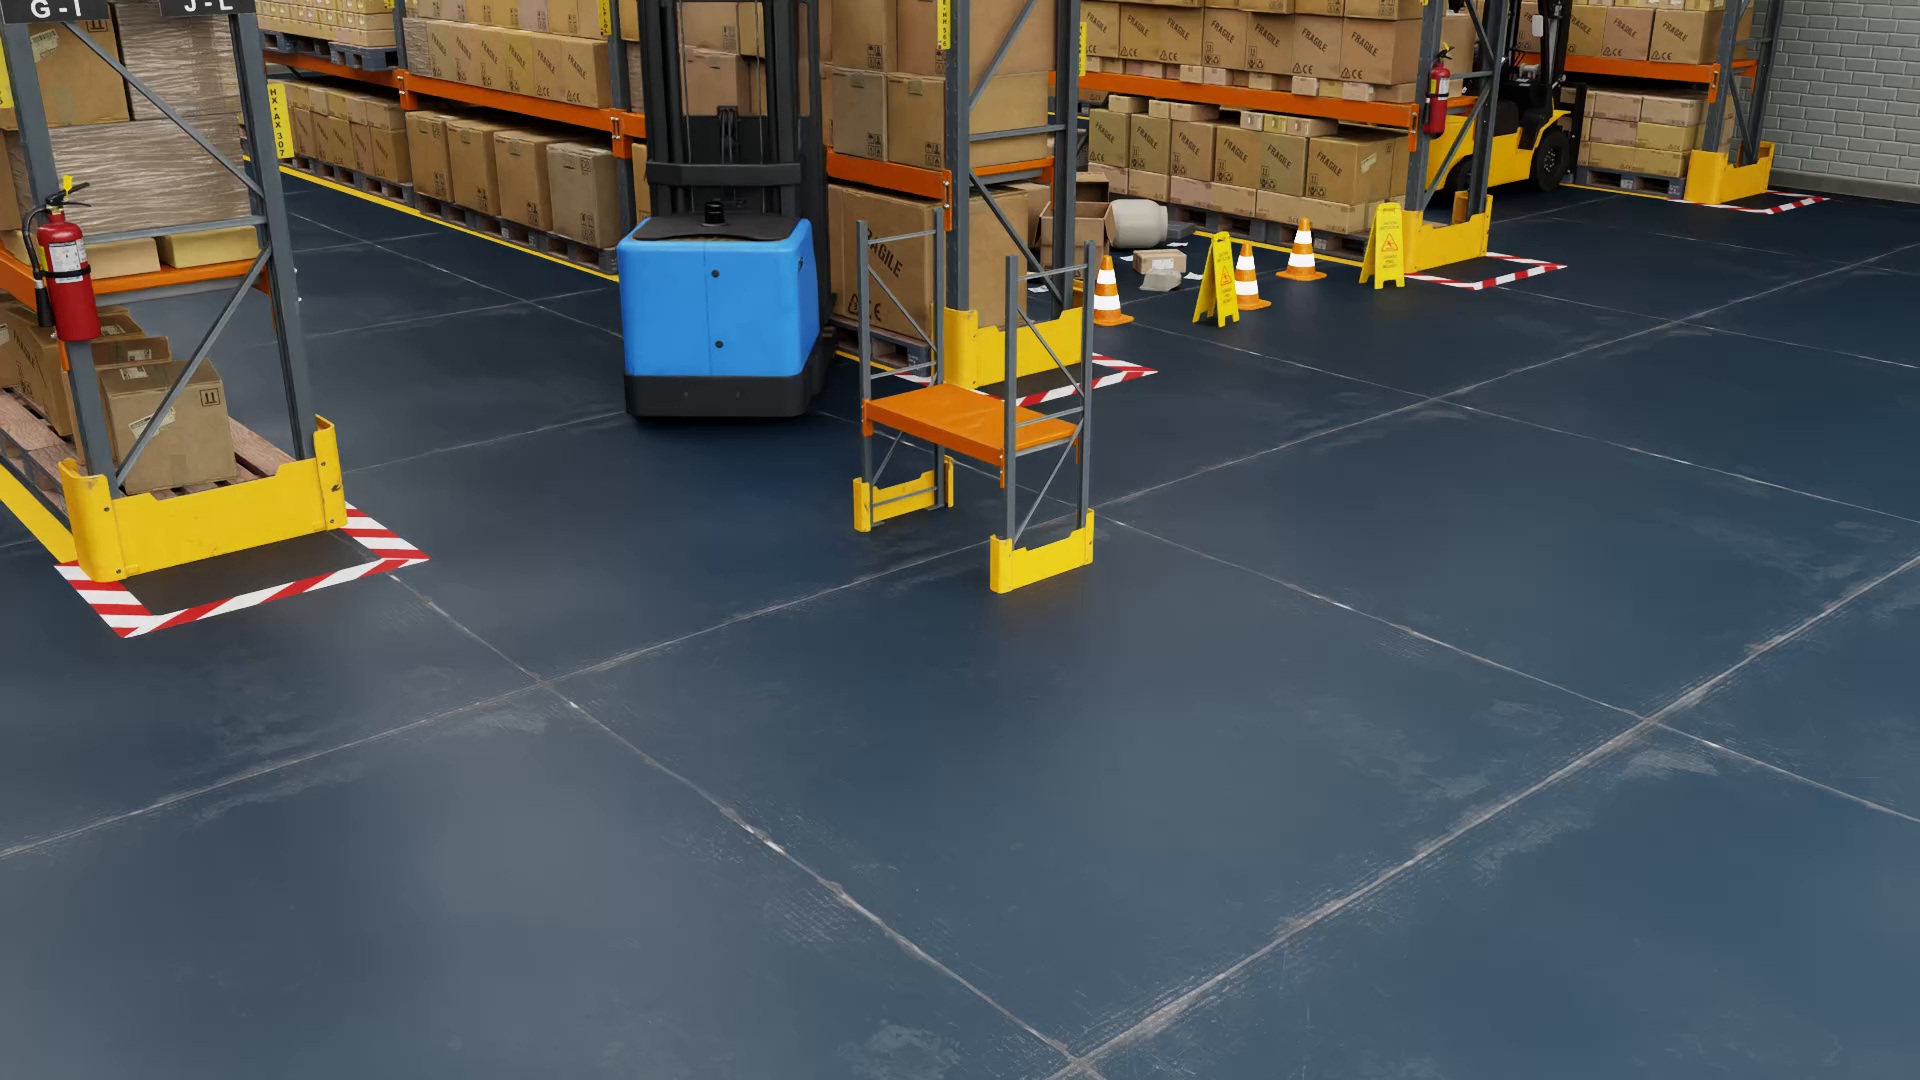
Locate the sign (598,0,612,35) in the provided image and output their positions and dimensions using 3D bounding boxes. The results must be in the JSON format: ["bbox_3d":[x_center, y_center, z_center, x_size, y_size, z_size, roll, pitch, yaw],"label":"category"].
[{"bbox_3d":[-2.686,-3.988,12.575,0.100,0.325,0.005,-17,27,-37],"label":"sign"}]

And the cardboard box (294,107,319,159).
[{"bbox_3d":[-6.876,-4.447,18.076,0.500,0.500,0.500,-16,26,-35],"label":"cardboard box"}]

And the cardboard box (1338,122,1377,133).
[{"bbox_3d":[3.336,-3.422,14.774,0.500,0.500,0.500,-19,28,-39],"label":"cardboard box"}]

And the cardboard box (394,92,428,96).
[{"bbox_3d":[-5.490,-4.492,17.163,0.500,0.250,0.500,-18,28,-38],"label":"cardboard box"}]

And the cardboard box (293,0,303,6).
[{"bbox_3d":[-6.572,-5.535,16.955,0.380,0.149,0.250,-16,27,-36],"label":"cardboard box"}]

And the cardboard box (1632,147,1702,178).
[{"bbox_3d":[7.225,-3.872,16.950,0.500,0.250,0.500,-17,27,-37],"label":"cardboard box"}]

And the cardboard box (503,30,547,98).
[{"bbox_3d":[-3.485,-4.024,14.008,0.500,0.500,0.500,-17,27,-37],"label":"cardboard box"}]

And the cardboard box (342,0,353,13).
[{"bbox_3d":[-5.722,-5.175,16.036,0.380,0.149,0.250,-18,28,-38],"label":"cardboard box"}]

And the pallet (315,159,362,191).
[{"bbox_3d":[-6.194,-3.978,17.851,1.003,0.211,1.213,-17,27,-37],"label":"pallet"}]

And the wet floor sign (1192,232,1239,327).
[{"bbox_3d":[1.848,-1.880,11.899,0.232,0.644,0.267,17,27,36],"label":"wet floor sign"}]

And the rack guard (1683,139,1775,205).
[{"bbox_3d":[7.787,-3.731,16.825,1.175,0.500,0.348,-17,27,-37],"label":"rack guard"}]

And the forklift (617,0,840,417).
[{"bbox_3d":[-1.382,-2.562,10.506,1.130,2.935,3.031,1,21,2],"label":"forklift"}]

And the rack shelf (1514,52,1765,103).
[{"bbox_3d":[6.466,-5.119,17.928,1.077,0.370,4.000,-17,27,-37],"label":"rack shelf"}]

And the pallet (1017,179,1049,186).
[{"bbox_3d":[0.893,-3.741,17.245,1.003,0.211,1.213,-17,27,-37],"label":"pallet"}]

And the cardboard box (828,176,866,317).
[{"bbox_3d":[-0.739,-2.133,11.655,0.875,0.875,0.875,-18,28,-38],"label":"cardboard box"}]

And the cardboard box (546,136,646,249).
[{"bbox_3d":[-2.755,-2.916,13.825,1.050,0.750,0.750,-18,27,-38],"label":"cardboard box"}]

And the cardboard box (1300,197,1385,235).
[{"bbox_3d":[3.266,-2.800,14.215,0.500,0.250,0.500,-18,27,-38],"label":"cardboard box"}]

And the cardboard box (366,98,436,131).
[{"bbox_3d":[-5.538,-4.230,16.495,0.500,0.250,0.500,-18,28,-39],"label":"cardboard box"}]

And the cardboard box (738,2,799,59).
[{"bbox_3d":[-1.020,-3.630,11.452,0.875,0.550,0.500,-17,27,-37],"label":"cardboard box"}]

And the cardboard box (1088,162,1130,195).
[{"bbox_3d":[1.583,-3.512,16.033,0.500,0.250,0.500,-19,28,-40],"label":"cardboard box"}]

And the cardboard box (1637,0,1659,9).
[{"bbox_3d":[7.020,-5.429,16.706,0.380,0.149,0.250,-17,27,-36],"label":"cardboard box"}]

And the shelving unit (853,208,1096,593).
[{"bbox_3d":[0.050,-0.677,7.657,0.587,1.500,1.083,-17,27,-37],"label":"shelving unit"}]

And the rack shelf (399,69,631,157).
[{"bbox_3d":[-3.587,-3.836,14.650,1.077,0.370,4.000,-17,27,-37],"label":"rack shelf"}]

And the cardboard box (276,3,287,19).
[{"bbox_3d":[-6.908,-5.539,17.373,0.380,0.149,0.250,-16,27,-35],"label":"cardboard box"}]

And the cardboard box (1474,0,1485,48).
[{"bbox_3d":[5.936,-5.589,18.004,0.500,0.500,0.500,-18,28,-38],"label":"cardboard box"}]

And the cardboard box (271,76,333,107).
[{"bbox_3d":[-7.221,-4.942,18.312,0.500,0.250,0.500,-19,28,-40],"label":"cardboard box"}]

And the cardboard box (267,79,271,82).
[{"bbox_3d":[-8.853,-5.721,20.994,0.380,0.149,0.250,-16,27,-36],"label":"cardboard box"}]

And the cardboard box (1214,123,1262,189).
[{"bbox_3d":[2.626,-3.427,14.788,0.500,0.500,0.500,-18,28,-39],"label":"cardboard box"}]

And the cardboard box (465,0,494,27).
[{"bbox_3d":[-3.939,-4.828,14.690,0.700,0.500,0.500,-18,28,-38],"label":"cardboard box"}]

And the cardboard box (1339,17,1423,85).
[{"bbox_3d":[3.450,-3.989,13.509,0.500,0.500,0.500,-18,28,-38],"label":"cardboard box"}]

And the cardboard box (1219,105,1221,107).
[{"bbox_3d":[3.379,-5.848,21.481,0.875,0.625,0.625,-16,27,-36],"label":"cardboard box"}]

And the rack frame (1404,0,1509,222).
[{"bbox_3d":[4.013,-3.719,13.366,1.000,3.000,0.127,-17,27,-37],"label":"rack frame"}]

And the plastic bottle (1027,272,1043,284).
[{"bbox_3d":[0.542,-2.094,13.248,0.283,0.061,0.133,12,24,27],"label":"plastic bottle"}]

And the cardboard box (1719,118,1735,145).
[{"bbox_3d":[7.622,-4.229,17.178,0.500,0.250,0.500,-17,27,-36],"label":"cardboard box"}]

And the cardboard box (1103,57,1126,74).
[{"bbox_3d":[1.569,-4.486,15.670,0.380,0.149,0.250,-16,27,-36],"label":"cardboard box"}]

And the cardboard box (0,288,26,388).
[{"bbox_3d":[-5.495,-1.220,9.838,0.500,0.500,0.500,-9,23,-21],"label":"cardboard box"}]

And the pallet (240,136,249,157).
[{"bbox_3d":[-7.969,-4.707,19.712,1.003,0.211,1.213,-17,27,-37],"label":"pallet"}]

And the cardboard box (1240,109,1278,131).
[{"bbox_3d":[2.670,-3.674,14.527,0.380,0.149,0.250,-16,27,-35],"label":"cardboard box"}]

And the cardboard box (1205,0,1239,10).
[{"bbox_3d":[2.559,-4.888,14.434,0.700,0.500,0.500,-18,27,-38],"label":"cardboard box"}]

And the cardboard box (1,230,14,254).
[{"bbox_3d":[-4.353,-1.471,7.972,0.380,0.149,0.250,-17,27,-37],"label":"cardboard box"}]

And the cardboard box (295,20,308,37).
[{"bbox_3d":[-6.577,-5.259,17.066,0.380,0.149,0.250,-19,28,-40],"label":"cardboard box"}]

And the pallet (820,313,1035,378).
[{"bbox_3d":[-0.252,-1.417,11.312,1.003,0.211,1.213,-17,27,-37],"label":"pallet"}]

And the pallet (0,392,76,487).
[{"bbox_3d":[-4.839,-0.652,9.360,1.003,0.211,1.213,-17,27,-37],"label":"pallet"}]

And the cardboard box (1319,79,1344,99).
[{"bbox_3d":[3.207,-3.774,13.851,0.380,0.149,0.250,-18,28,-38],"label":"cardboard box"}]

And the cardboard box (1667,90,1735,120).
[{"bbox_3d":[7.601,-4.460,17.083,0.500,0.250,0.500,-18,28,-38],"label":"cardboard box"}]

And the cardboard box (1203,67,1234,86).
[{"bbox_3d":[2.379,-4.125,14.748,0.380,0.149,0.250,-18,27,-38],"label":"cardboard box"}]

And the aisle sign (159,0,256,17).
[{"bbox_3d":[-3.226,-2.625,7.008,0.394,0.787,0.004,-17,27,-37],"label":"aisle sign"}]

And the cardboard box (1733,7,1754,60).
[{"bbox_3d":[7.658,-5.151,16.886,0.500,0.500,0.500,-16,27,-36],"label":"cardboard box"}]

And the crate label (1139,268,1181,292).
[{"bbox_3d":[1.576,-2.042,13.010,0.298,0.136,0.250,7,23,18],"label":"crate label"}]

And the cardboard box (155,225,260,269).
[{"bbox_3d":[-3.500,-1.378,7.735,0.380,0.149,0.250,-17,27,-37],"label":"cardboard box"}]

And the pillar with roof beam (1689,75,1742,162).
[{"bbox_3d":[4.738,-7.077,13.714,9.100,9.000,0.400,-17,27,-37],"label":"pillar with roof beam"}]

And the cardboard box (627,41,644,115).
[{"bbox_3d":[-2.032,-3.589,12.828,0.875,0.550,0.550,-17,27,-37],"label":"cardboard box"}]

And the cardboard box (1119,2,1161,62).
[{"bbox_3d":[1.824,-4.688,15.296,0.500,0.500,0.500,-18,27,-38],"label":"cardboard box"}]

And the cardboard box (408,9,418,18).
[{"bbox_3d":[-5.235,-5.196,16.498,0.380,0.149,0.250,-16,26,-35],"label":"cardboard box"}]

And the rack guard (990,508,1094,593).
[{"bbox_3d":[0.375,0.042,7.533,0.587,0.250,0.087,-17,27,-37],"label":"rack guard"}]

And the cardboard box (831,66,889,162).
[{"bbox_3d":[-0.323,-2.821,10.868,0.875,0.550,0.550,-17,27,-37],"label":"cardboard box"}]

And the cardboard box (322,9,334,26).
[{"bbox_3d":[-6.072,-5.183,16.464,0.380,0.149,0.250,-17,27,-37],"label":"cardboard box"}]

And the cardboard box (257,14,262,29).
[{"bbox_3d":[-7.410,-5.613,17.971,0.380,0.149,0.250,-17,27,-37],"label":"cardboard box"}]

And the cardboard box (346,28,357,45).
[{"bbox_3d":[-5.724,-4.898,16.144,0.380,0.149,0.250,-18,27,-38],"label":"cardboard box"}]
